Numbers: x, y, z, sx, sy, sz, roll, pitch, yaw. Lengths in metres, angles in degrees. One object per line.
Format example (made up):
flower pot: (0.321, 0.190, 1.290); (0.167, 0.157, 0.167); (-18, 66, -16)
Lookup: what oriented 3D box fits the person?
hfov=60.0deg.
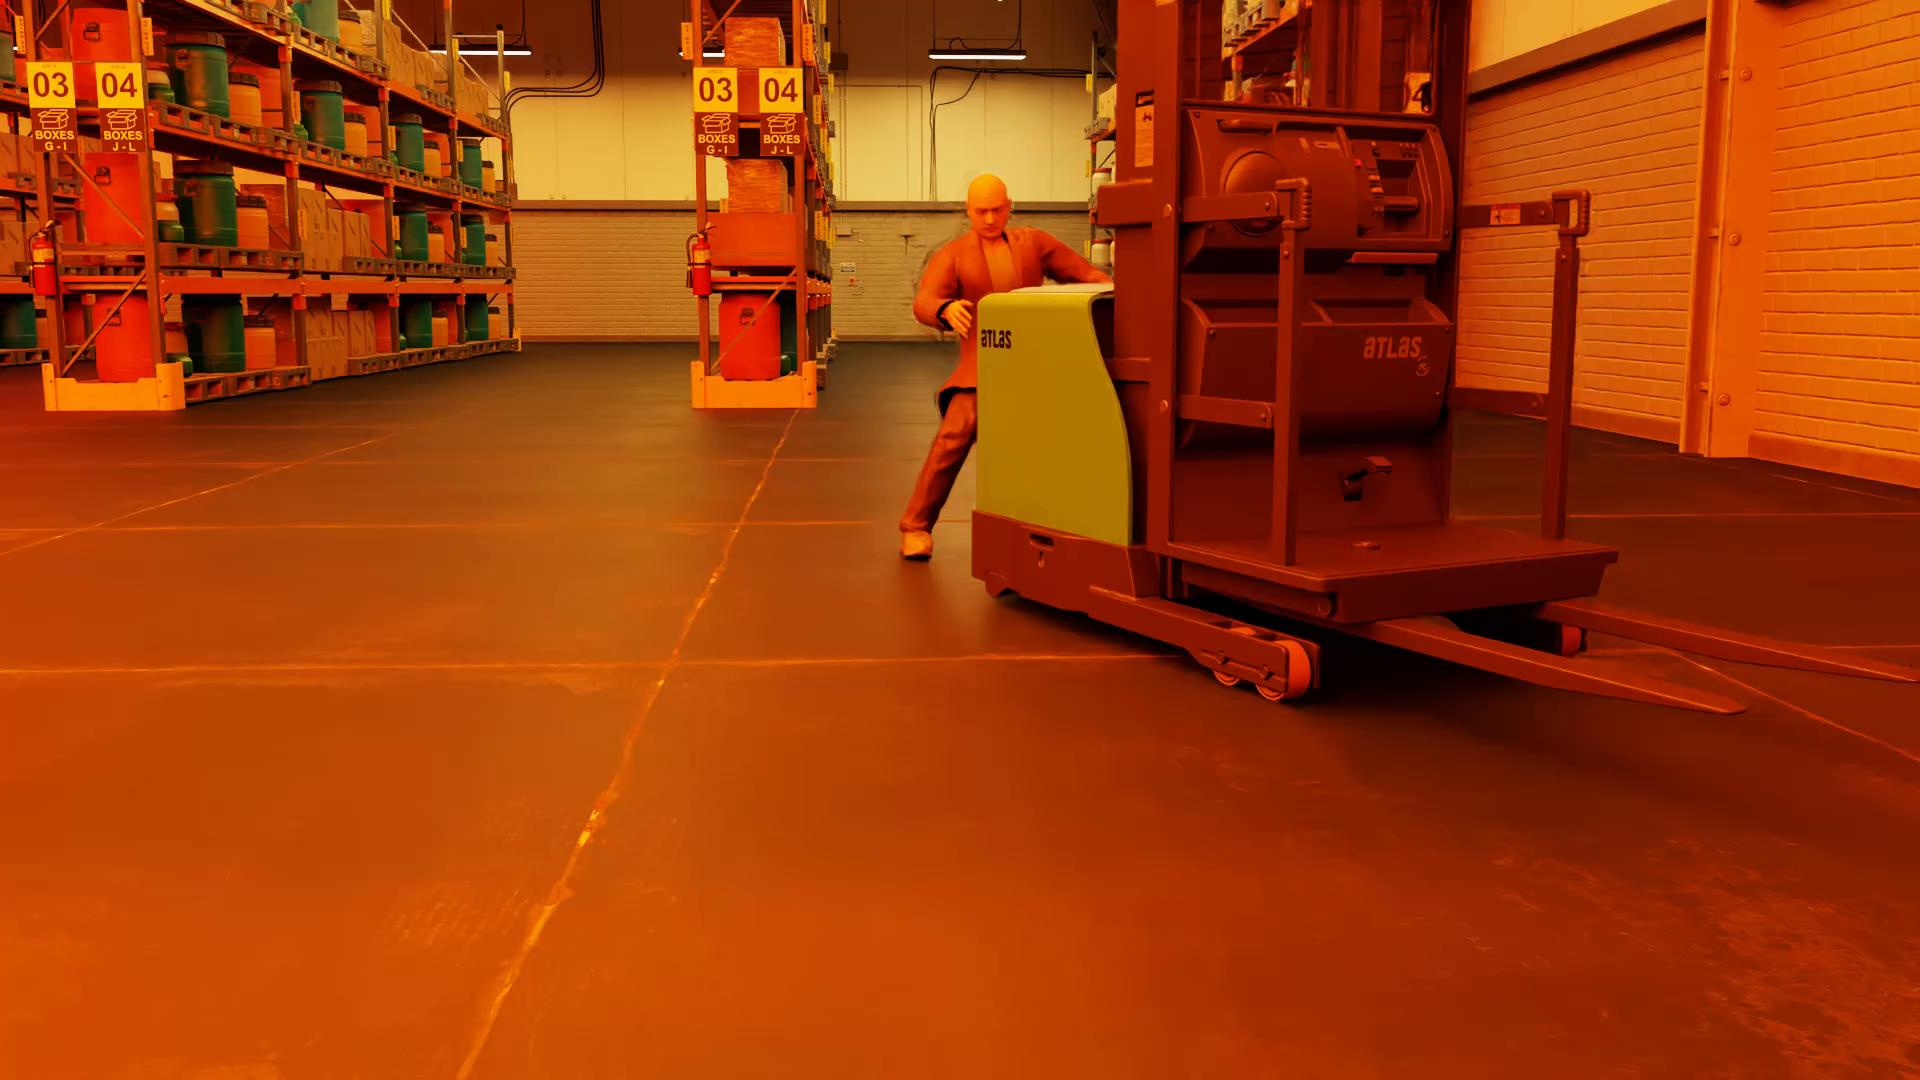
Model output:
person: (0.232, -0.729, 6.889); (0.986, 1.562, 0.786); (-2, 9, -10)

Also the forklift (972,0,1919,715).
forklift: (1.171, -1.095, 4.705); (1.130, 2.935, 3.031); (-4, 10, -27)
